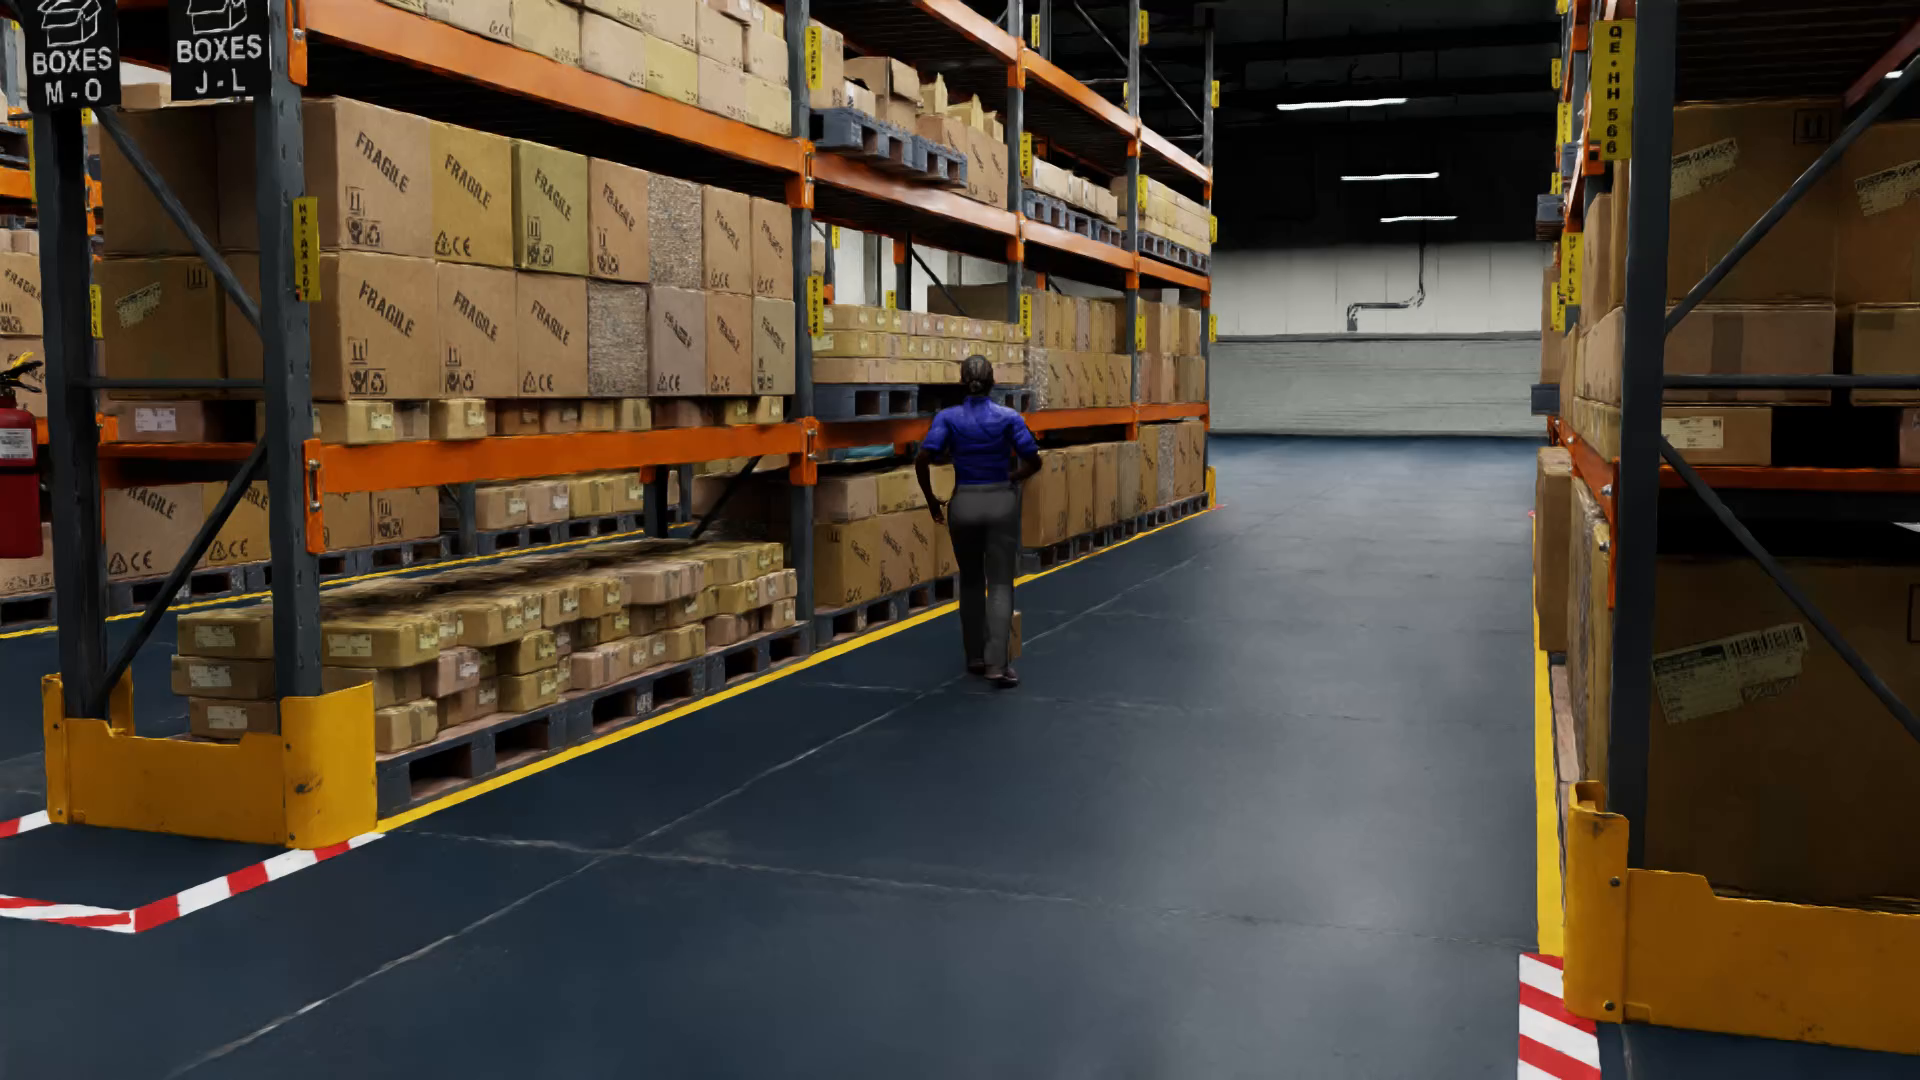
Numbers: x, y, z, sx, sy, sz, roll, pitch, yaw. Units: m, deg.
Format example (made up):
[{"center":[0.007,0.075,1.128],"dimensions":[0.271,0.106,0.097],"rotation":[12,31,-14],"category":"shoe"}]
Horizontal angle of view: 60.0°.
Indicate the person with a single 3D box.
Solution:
[{"center":[0.119,-0.115,8.460],"dimensions":[0.624,1.649,0.719],"rotation":[1,5,7],"category":"person"}]
